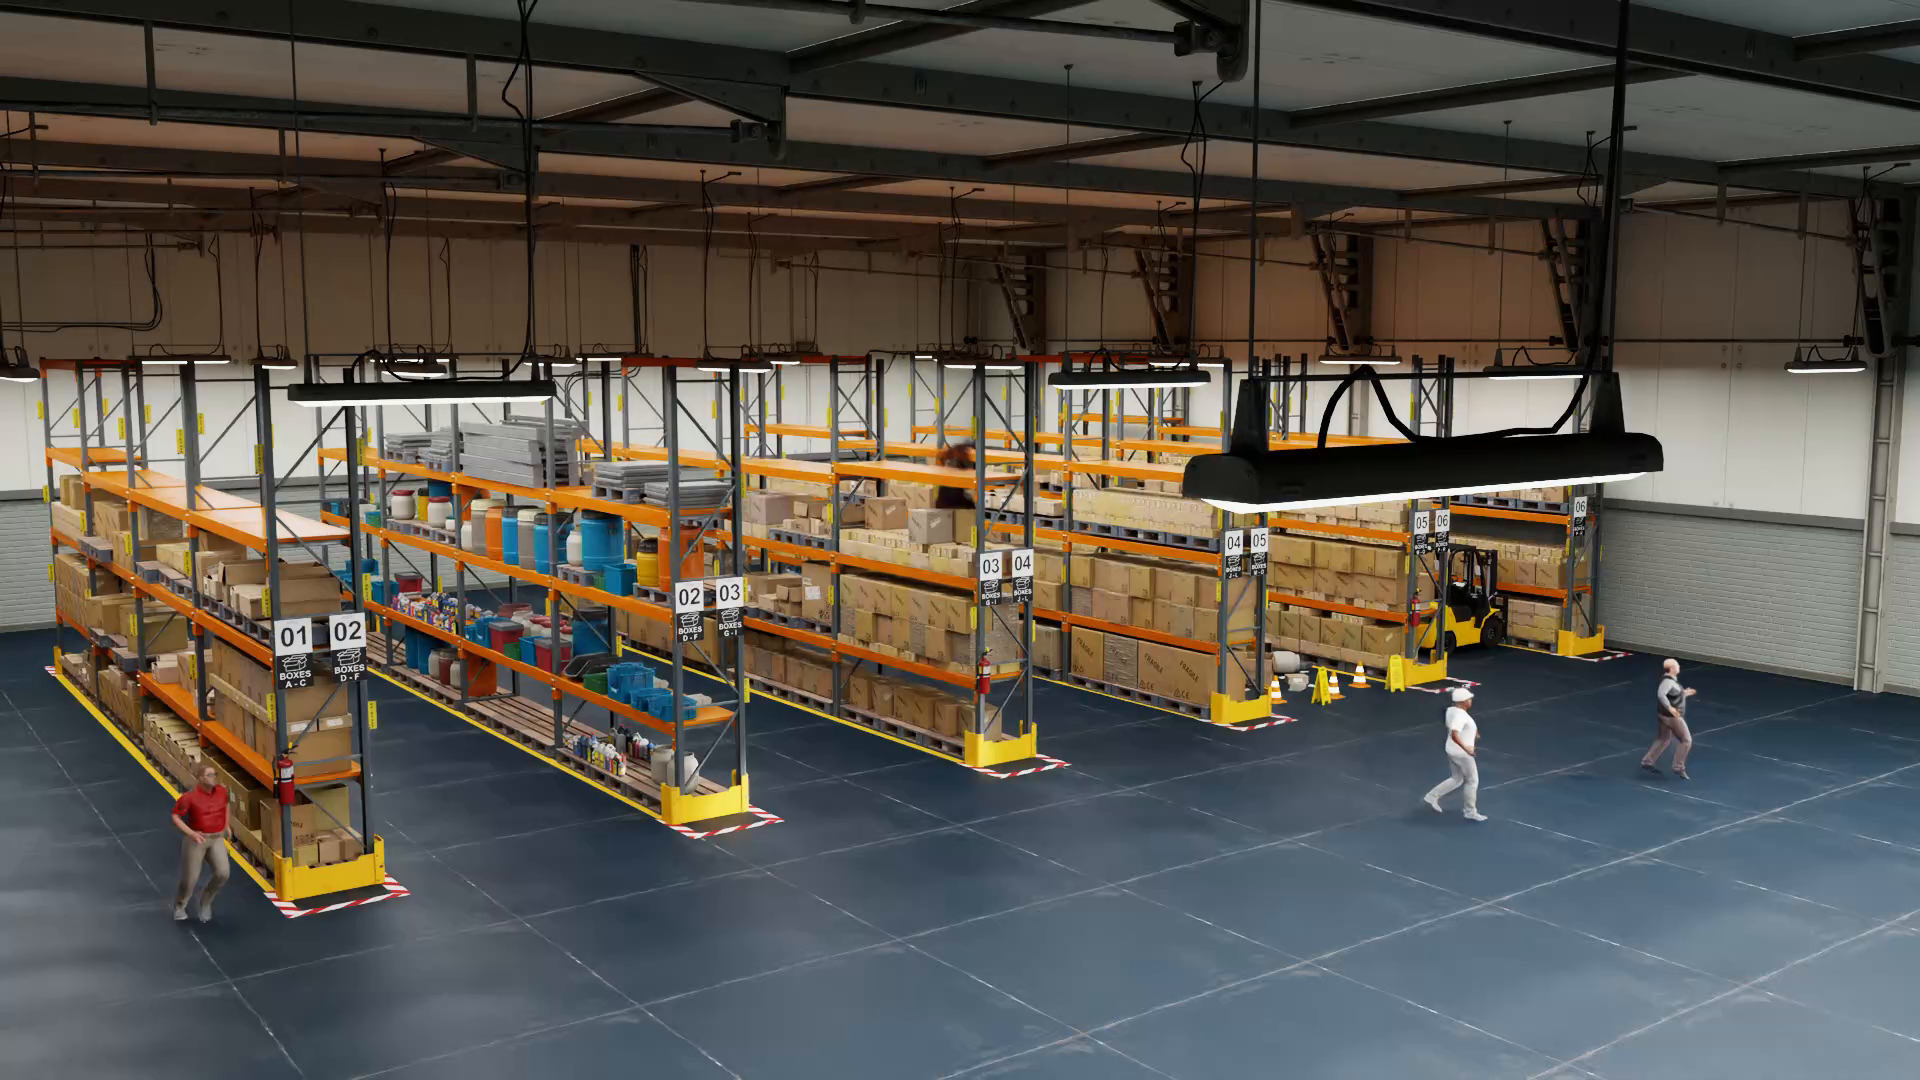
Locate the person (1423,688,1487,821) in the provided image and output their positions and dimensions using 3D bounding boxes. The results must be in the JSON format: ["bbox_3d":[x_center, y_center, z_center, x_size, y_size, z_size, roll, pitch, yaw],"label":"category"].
[{"bbox_3d":[6.573,2.825,21.941,0.826,1.770,0.701,0,7,-3],"label":"person"}]

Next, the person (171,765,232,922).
[{"bbox_3d":[-8.263,3.325,18.247,0.636,1.713,0.721,6,9,40],"label":"person"}]

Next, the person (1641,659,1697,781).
[{"bbox_3d":[10.273,2.598,24.049,0.731,1.780,0.639,1,7,5],"label":"person"}]

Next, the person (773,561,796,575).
[{"bbox_3d":[-4.495,0.457,41.980,0.925,1.660,0.674,1,7,11],"label":"person"}]

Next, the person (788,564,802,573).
[{"bbox_3d":[-4.177,0.468,42.576,0.872,1.584,0.540,-6,9,-42],"label":"person"}]
